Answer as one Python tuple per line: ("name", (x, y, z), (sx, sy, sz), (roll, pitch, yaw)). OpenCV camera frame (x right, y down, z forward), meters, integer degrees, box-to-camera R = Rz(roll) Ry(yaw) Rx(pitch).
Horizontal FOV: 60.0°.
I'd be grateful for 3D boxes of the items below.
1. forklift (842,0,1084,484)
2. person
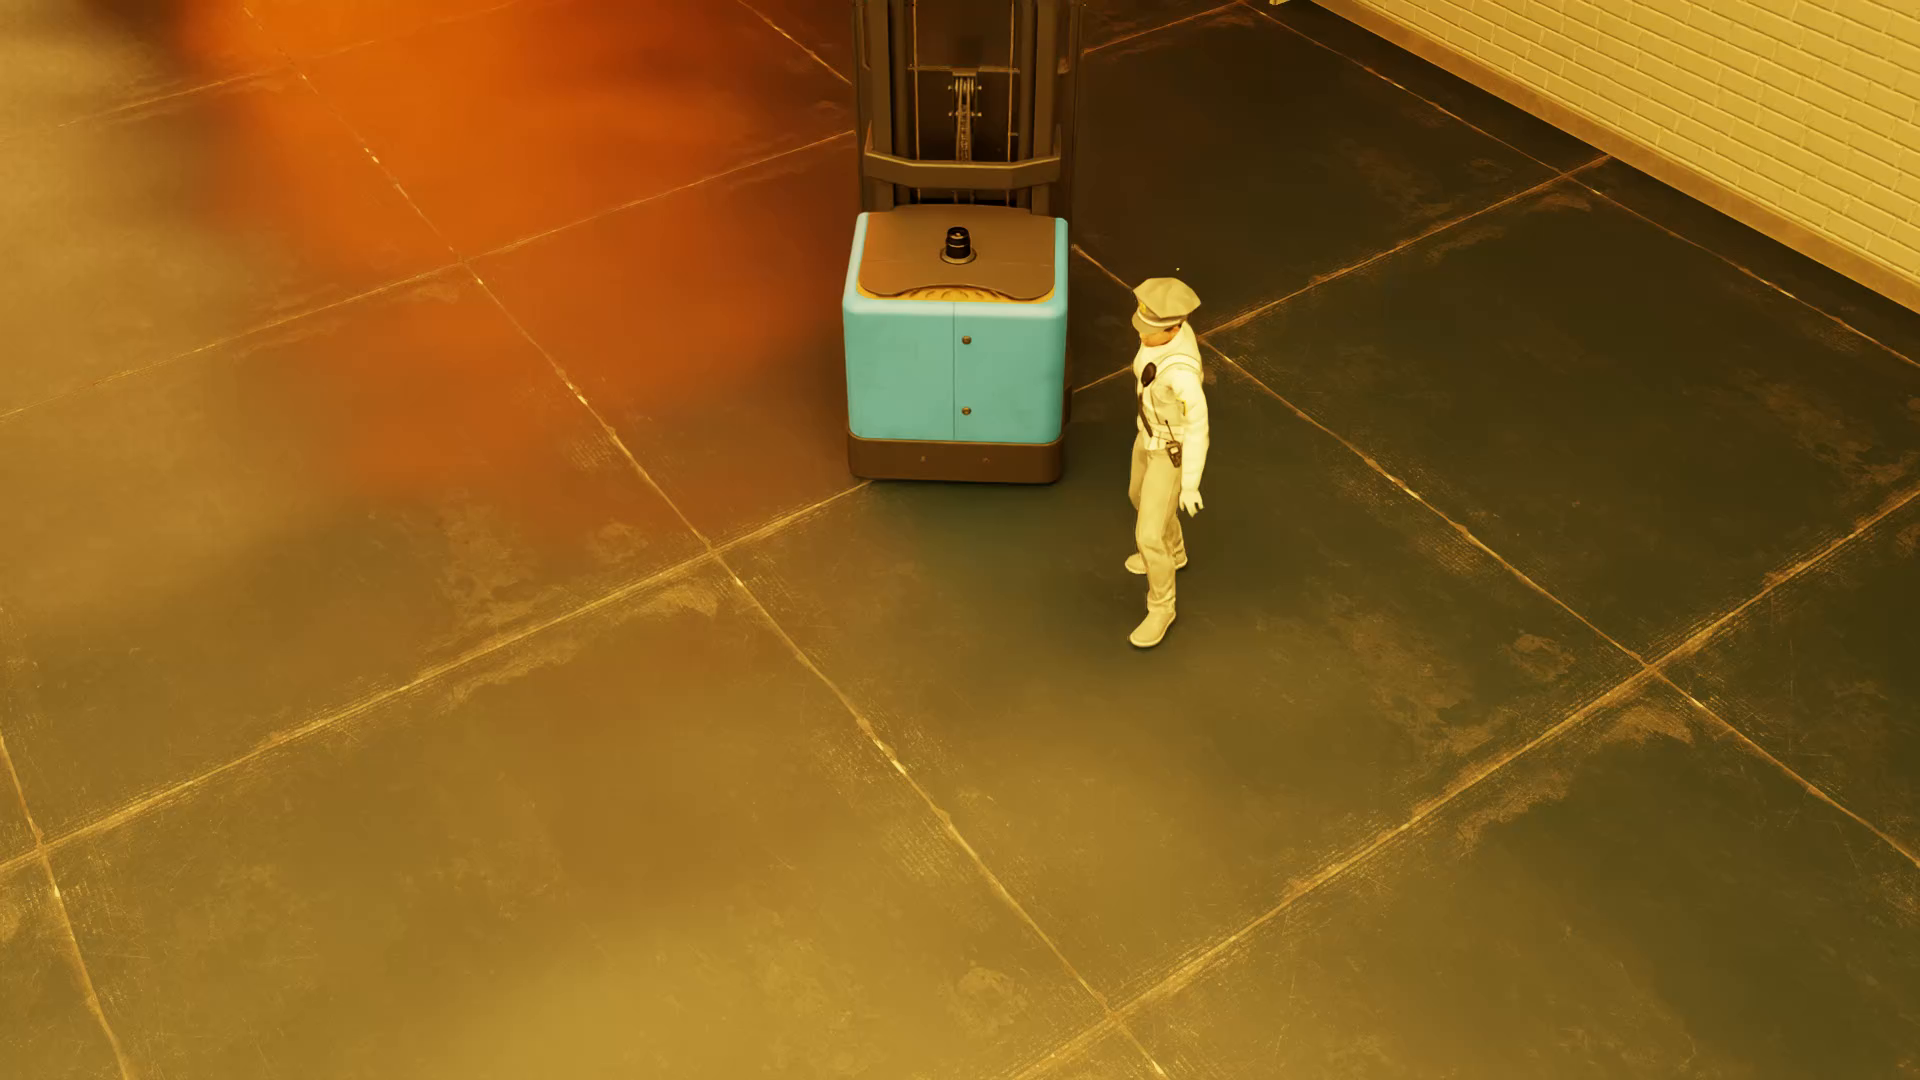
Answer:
("forklift", (0.046, -2.336, 8.251), (1.130, 2.935, 3.031), (2, 43, 2))
("person", (0.877, -0.386, 7.103), (0.389, 1.637, 0.793), (-5, 43, -5))
